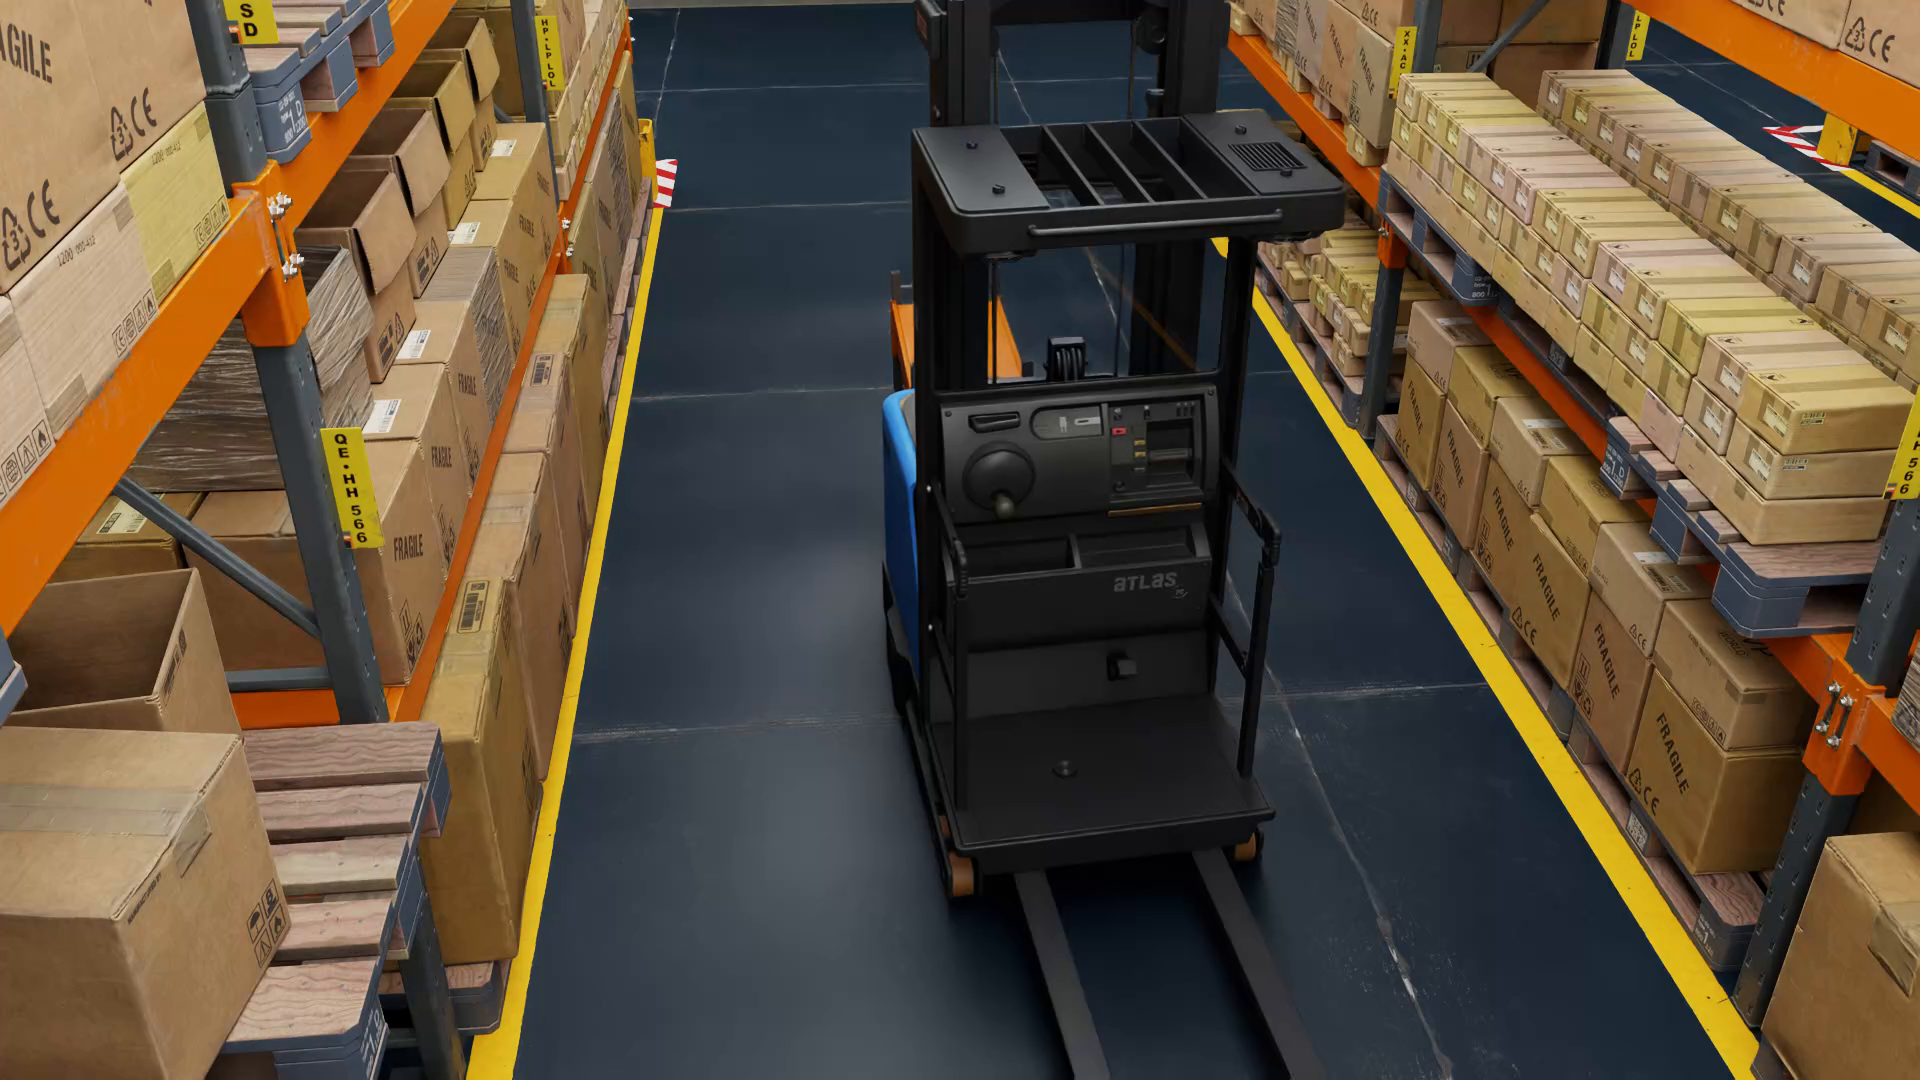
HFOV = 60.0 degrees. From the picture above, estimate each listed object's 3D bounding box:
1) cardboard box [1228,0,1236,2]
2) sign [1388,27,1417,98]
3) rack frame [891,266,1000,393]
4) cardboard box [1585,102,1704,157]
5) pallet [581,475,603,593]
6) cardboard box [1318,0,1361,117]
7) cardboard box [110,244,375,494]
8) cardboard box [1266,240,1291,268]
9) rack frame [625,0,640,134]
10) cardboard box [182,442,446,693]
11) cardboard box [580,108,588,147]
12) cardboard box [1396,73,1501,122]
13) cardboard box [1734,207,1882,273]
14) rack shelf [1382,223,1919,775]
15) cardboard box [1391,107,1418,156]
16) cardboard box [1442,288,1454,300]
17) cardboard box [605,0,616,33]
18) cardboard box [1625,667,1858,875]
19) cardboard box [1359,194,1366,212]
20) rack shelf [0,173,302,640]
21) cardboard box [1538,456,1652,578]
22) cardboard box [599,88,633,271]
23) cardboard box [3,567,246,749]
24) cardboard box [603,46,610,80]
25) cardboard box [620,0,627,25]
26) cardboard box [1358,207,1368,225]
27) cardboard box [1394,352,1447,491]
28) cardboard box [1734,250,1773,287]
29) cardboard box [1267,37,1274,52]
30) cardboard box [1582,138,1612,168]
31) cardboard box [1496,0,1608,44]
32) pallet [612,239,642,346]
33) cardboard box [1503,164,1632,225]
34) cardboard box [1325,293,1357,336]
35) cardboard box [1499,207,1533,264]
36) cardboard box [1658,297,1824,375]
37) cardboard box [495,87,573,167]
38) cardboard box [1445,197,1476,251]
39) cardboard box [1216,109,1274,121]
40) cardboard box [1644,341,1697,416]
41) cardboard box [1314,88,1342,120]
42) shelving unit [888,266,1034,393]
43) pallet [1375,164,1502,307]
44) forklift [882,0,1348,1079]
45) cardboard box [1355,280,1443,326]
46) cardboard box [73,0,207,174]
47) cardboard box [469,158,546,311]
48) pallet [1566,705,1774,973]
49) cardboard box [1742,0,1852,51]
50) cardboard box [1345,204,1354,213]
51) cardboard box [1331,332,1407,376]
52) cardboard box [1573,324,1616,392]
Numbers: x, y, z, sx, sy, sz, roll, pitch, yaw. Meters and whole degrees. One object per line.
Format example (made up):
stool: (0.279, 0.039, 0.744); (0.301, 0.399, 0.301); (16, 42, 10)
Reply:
cardboard box: (1.974, -3.826, 10.843); (0.500, 0.500, 0.500); (-1, 31, -2)
sign: (2.041, -2.197, 7.660); (0.100, 0.325, 0.005); (-3, 31, -5)
rack frame: (-0.067, -0.758, 7.923); (0.500, 1.125, 0.032); (-3, 31, -6)
cardboard box: (2.860, -1.719, 6.958); (0.380, 0.149, 0.250); (-4, 31, -6)
pallet: (-2.220, -0.082, 7.682); (1.003, 0.211, 1.213); (-3, 31, -5)
cardboard box: (2.207, -2.525, 8.665); (0.500, 0.500, 0.500); (-4, 31, -6)
cardboard box: (-2.046, -0.475, 4.545); (0.797, 0.503, 0.637); (-2, 31, -3)
cardboard box: (2.095, -1.782, 10.179); (0.380, 0.149, 0.250); (-3, 31, -5)
rack frame: (-2.741, -3.712, 11.039); (1.000, 3.000, 0.127); (-3, 31, -5)
cardboard box: (-1.768, 0.068, 4.613); (0.500, 0.500, 0.500); (-2, 31, -3)
cardboard box: (-2.140, -2.132, 8.639); (0.380, 0.149, 0.250); (-4, 31, -6)
cardboard box: (2.159, -1.960, 7.362); (0.380, 0.149, 0.250); (-1, 31, -2)
cardboard box: (2.980, -1.058, 5.851); (0.380, 0.149, 0.250); (-2, 31, -3)
rack shelf: (2.767, -0.526, 6.407); (1.077, 0.370, 4.000); (-3, 31, -5)
cardboard box: (2.159, -1.833, 7.439); (0.380, 0.149, 0.250); (-2, 31, -4)
cardboard box: (2.755, -1.253, 8.714); (0.380, 0.149, 0.250); (-2, 31, -3)
cardboard box: (-2.385, -3.282, 10.175); (0.500, 0.250, 0.500); (-3, 31, -5)
cardboard box: (2.632, 0.756, 5.588); (0.500, 0.500, 0.500); (-3, 31, -5)
cardboard box: (2.634, -2.052, 10.051); (0.380, 0.149, 0.250); (-3, 31, -4)
rack shelf: (-1.807, 0.415, 1.907); (1.077, 0.370, 4.000); (-3, 31, -5)
cardboard box: (2.539, -0.097, 6.284); (0.500, 0.250, 0.500); (-2, 31, -3)
cardboard box: (-2.516, -2.193, 10.158); (0.875, 0.875, 0.875); (-3, 31, -5)
cardboard box: (-1.903, 0.423, 3.610); (0.500, 0.500, 0.500); (-6, 31, -11)
cardboard box: (-2.258, -2.784, 9.731); (0.380, 0.149, 0.250); (-3, 31, -4)
cardboard box: (-2.380, -3.438, 10.826); (0.380, 0.149, 0.250); (-2, 31, -4)
cardboard box: (2.657, -2.065, 10.363); (0.380, 0.149, 0.250); (-1, 31, -2)
cardboard box: (2.385, -0.573, 7.812); (0.500, 0.500, 0.500); (-2, 31, -3)
cardboard box: (2.987, -0.928, 5.923); (0.380, 0.149, 0.250); (-3, 31, -5)
cardboard box: (2.109, -3.076, 10.219); (0.380, 0.149, 0.250); (-3, 31, -5)
cardboard box: (2.860, -1.601, 7.051); (0.380, 0.149, 0.250); (-1, 31, -2)
cardboard box: (2.781, -2.698, 7.979); (0.500, 0.500, 0.500); (-2, 31, -3)
pallet: (-2.478, -1.489, 10.037); (1.003, 0.211, 1.213); (-3, 31, -5)
cardboard box: (2.281, -1.300, 6.257); (0.380, 0.149, 0.250); (-2, 31, -3)
cardboard box: (2.197, -1.223, 8.953); (0.380, 0.149, 0.250); (-4, 31, -7)
cardboard box: (2.287, -1.163, 6.317); (0.380, 0.149, 0.250); (-3, 31, -5)
cardboard box: (2.406, -0.632, 5.138); (0.380, 0.149, 0.250); (-2, 31, -3)
cardboard box: (-2.150, -1.985, 8.005); (0.500, 0.250, 0.500); (-3, 31, -5)
cardboard box: (2.233, -1.308, 6.850); (0.380, 0.149, 0.250); (-2, 31, -4)
cardboard box: (1.917, -2.826, 11.346); (0.380, 0.149, 0.250); (-4, 31, -7)
cardboard box: (2.401, -0.515, 5.232); (0.380, 0.149, 0.250); (-2, 31, -3)
cardboard box: (2.168, -2.418, 9.118); (0.380, 0.149, 0.250); (-4, 31, -7)
shelving unit: (-0.009, -0.499, 7.489); (0.538, 1.125, 1.048); (-3, 31, -6)
pallet: (2.507, -1.376, 7.316); (1.003, 0.211, 1.213); (-3, 31, -5)
forklift: (0.440, -0.238, 5.290); (1.130, 2.935, 3.031); (-5, 31, -9)
cardboard box: (2.288, -1.237, 8.686); (0.380, 0.149, 0.250); (-2, 31, -3)
cardboard box: (-1.700, -0.941, 2.890); (0.500, 0.500, 0.500); (-2, 31, -3)
cardboard box: (-2.012, -1.234, 6.793); (0.500, 0.500, 0.500); (-2, 31, -3)
pallet: (2.883, 0.985, 5.896); (1.003, 0.211, 1.213); (-3, 31, -5)
cardboard box: (2.588, -1.678, 4.612); (0.500, 0.500, 0.500); (-3, 31, -5)
cardboard box: (2.093, -1.899, 9.795); (0.380, 0.149, 0.250); (-4, 31, -6)
cardboard box: (2.205, -0.996, 8.863); (0.380, 0.149, 0.250); (-2, 31, -4)
cardboard box: (2.358, -0.639, 5.730); (0.380, 0.149, 0.250); (-4, 31, -7)
